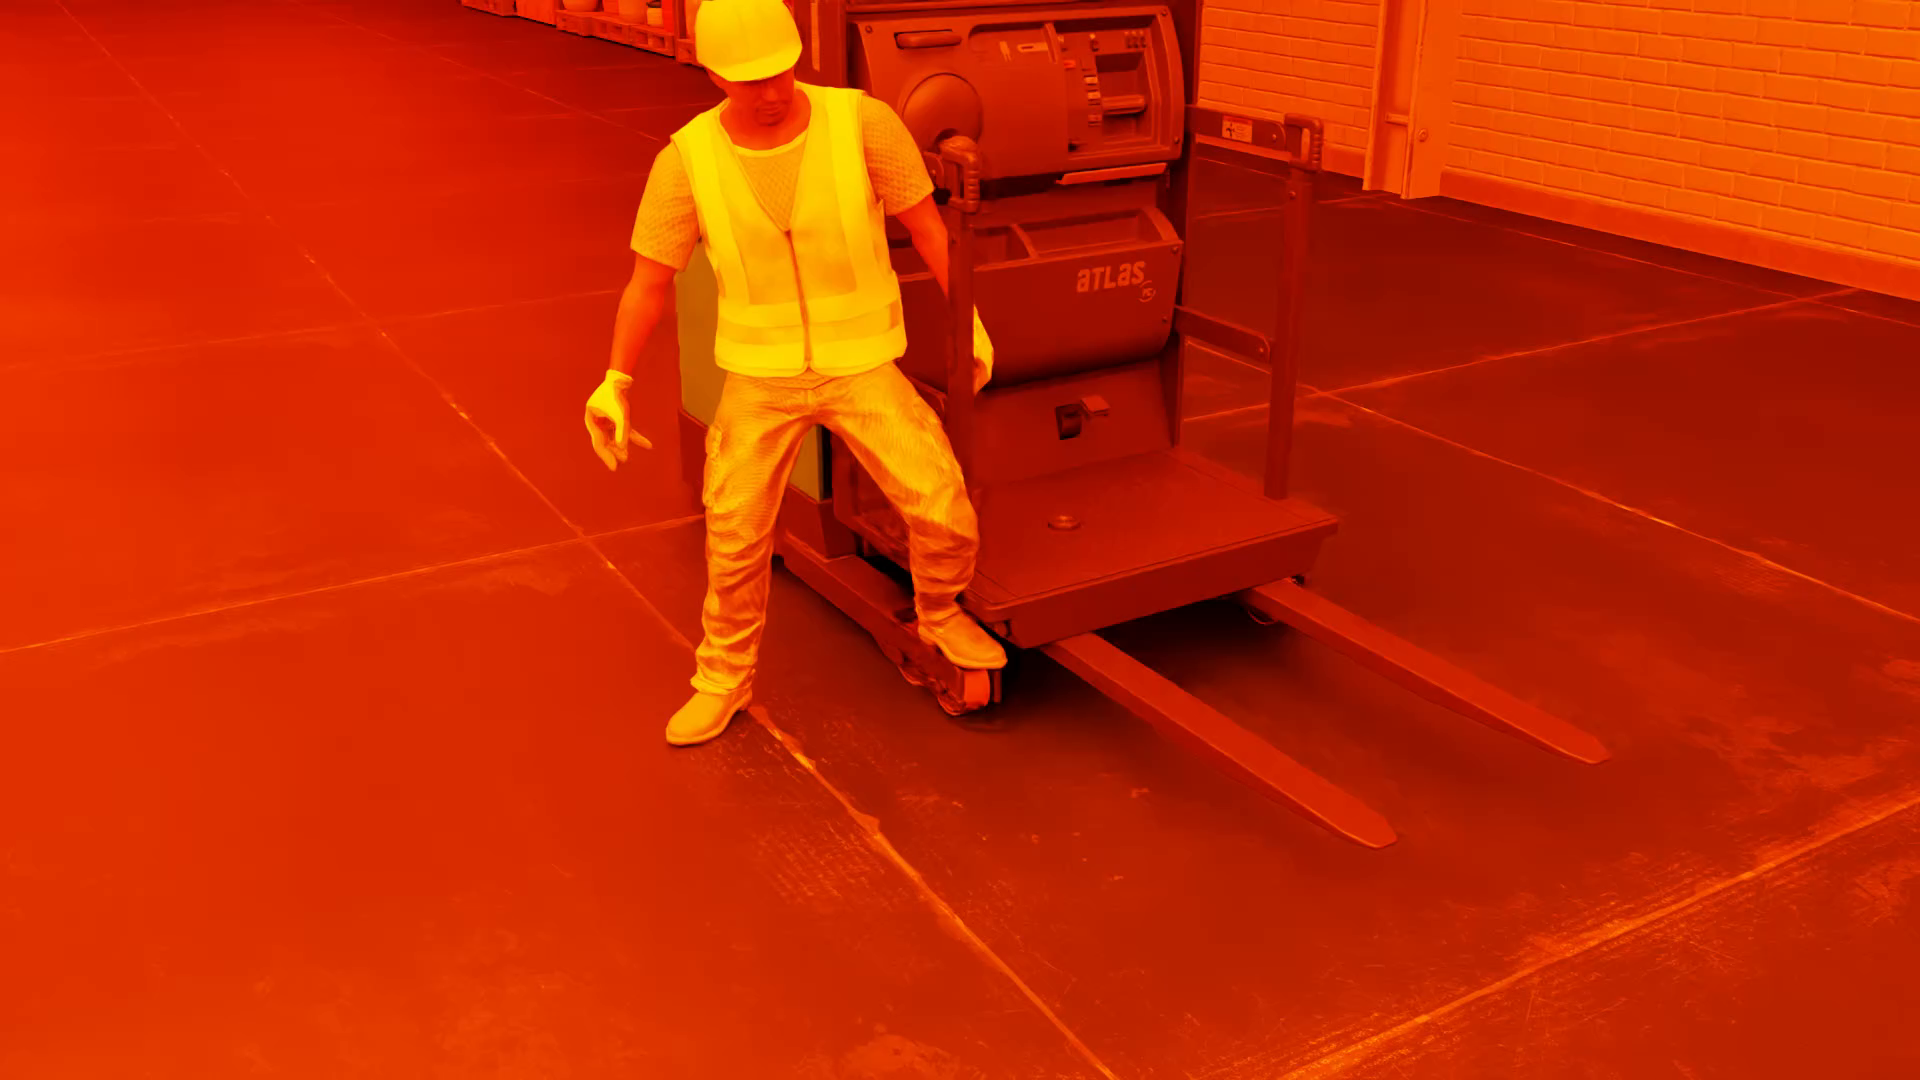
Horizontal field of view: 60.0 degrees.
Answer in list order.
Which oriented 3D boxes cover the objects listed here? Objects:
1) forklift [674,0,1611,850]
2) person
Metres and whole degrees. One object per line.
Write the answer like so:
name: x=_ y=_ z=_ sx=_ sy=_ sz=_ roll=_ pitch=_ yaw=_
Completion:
forklift: x=0.285 y=-1.126 z=4.017 sx=1.130 sy=2.935 sz=3.031 roll=-13 pitch=26 yaw=-29
person: x=-0.357 y=-0.353 z=3.716 sx=0.937 sy=1.733 sz=0.450 roll=-2 pitch=22 yaw=-4
